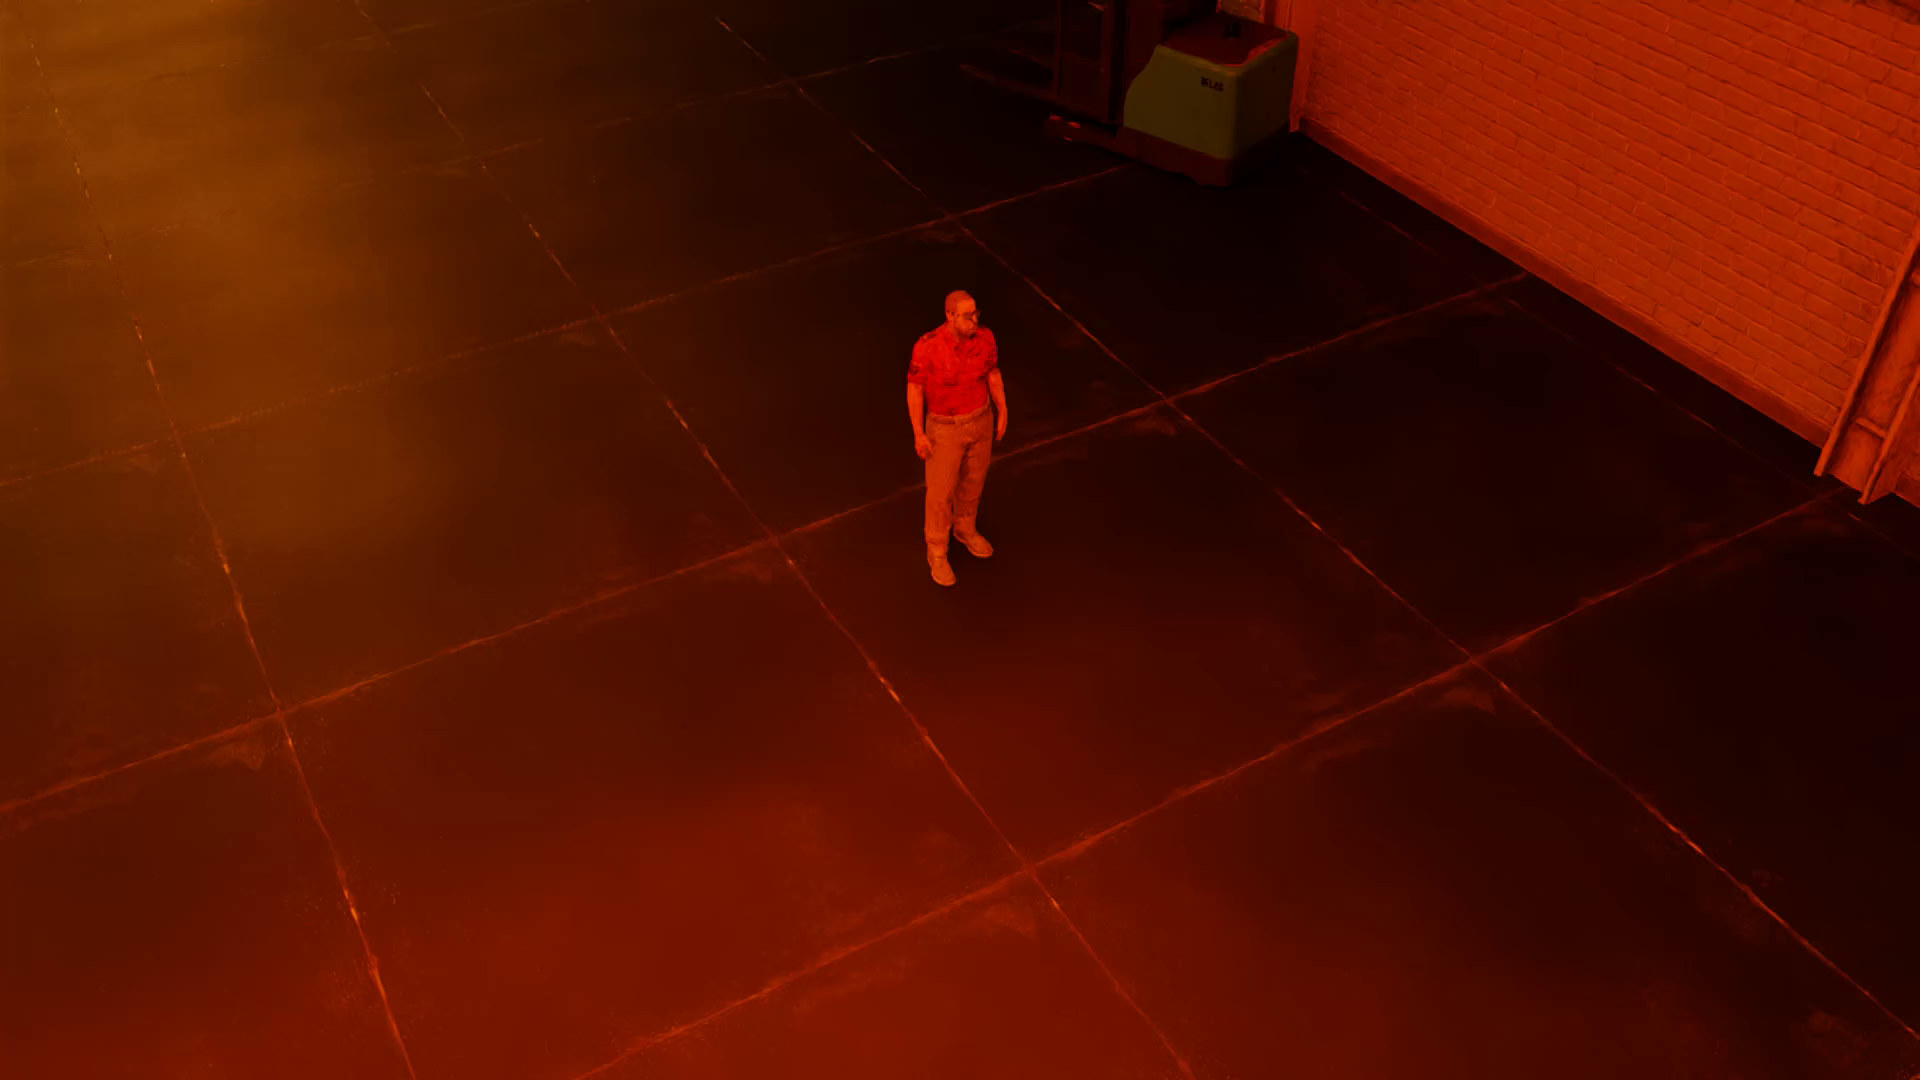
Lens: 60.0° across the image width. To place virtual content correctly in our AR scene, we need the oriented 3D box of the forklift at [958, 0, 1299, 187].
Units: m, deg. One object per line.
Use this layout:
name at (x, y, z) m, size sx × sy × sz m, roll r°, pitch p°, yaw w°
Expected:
forklift at (1.357, -4.840, 13.872) m, size 3.031 × 2.935 × 1.130 m, roll 28°, pitch 47°, yaw 30°

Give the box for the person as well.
person at (0.035, -0.618, 9.711) m, size 0.640 × 1.726 × 0.550 m, roll -20°, pitch 44°, yaw -23°
